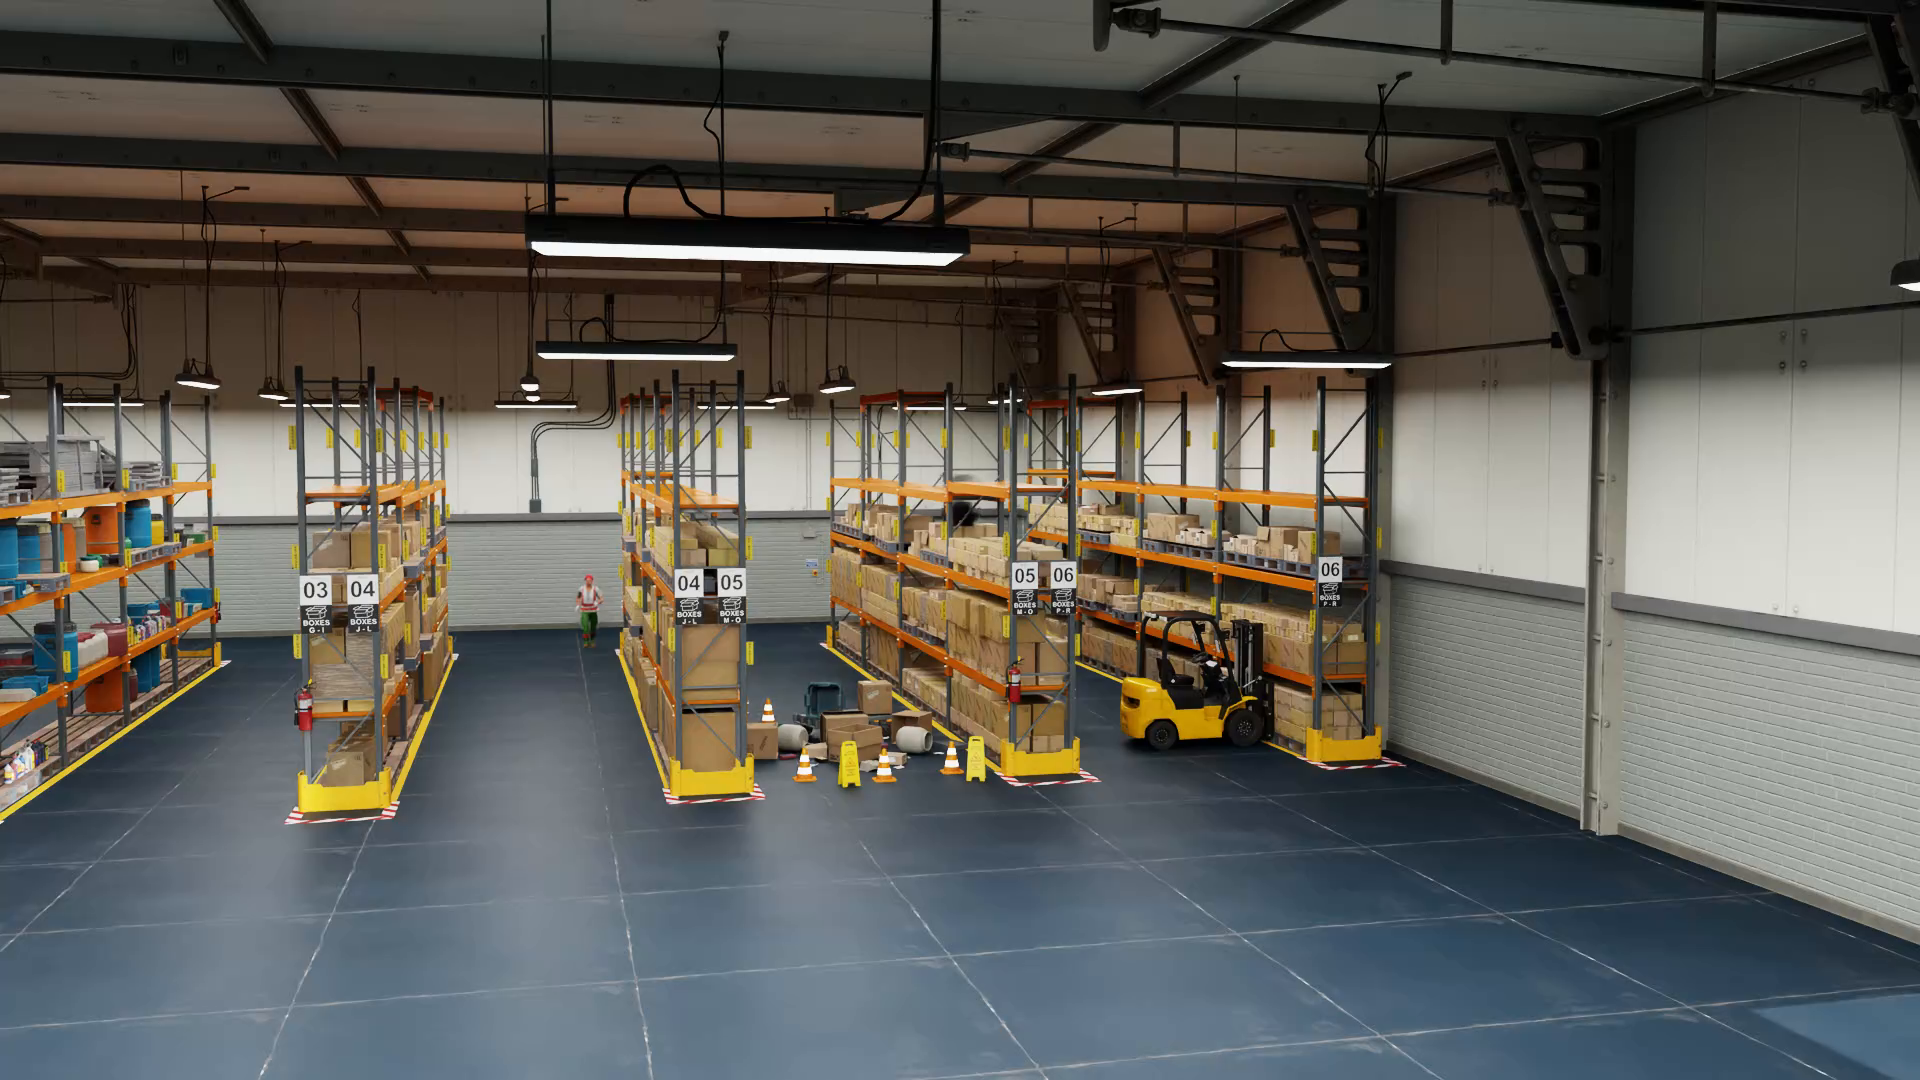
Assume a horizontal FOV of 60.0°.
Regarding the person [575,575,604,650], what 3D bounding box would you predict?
[{"bbox_3d":[-8.798,1.711,39.505,0.662,1.779,1.032,-1,4,-14],"label":"person"}]
